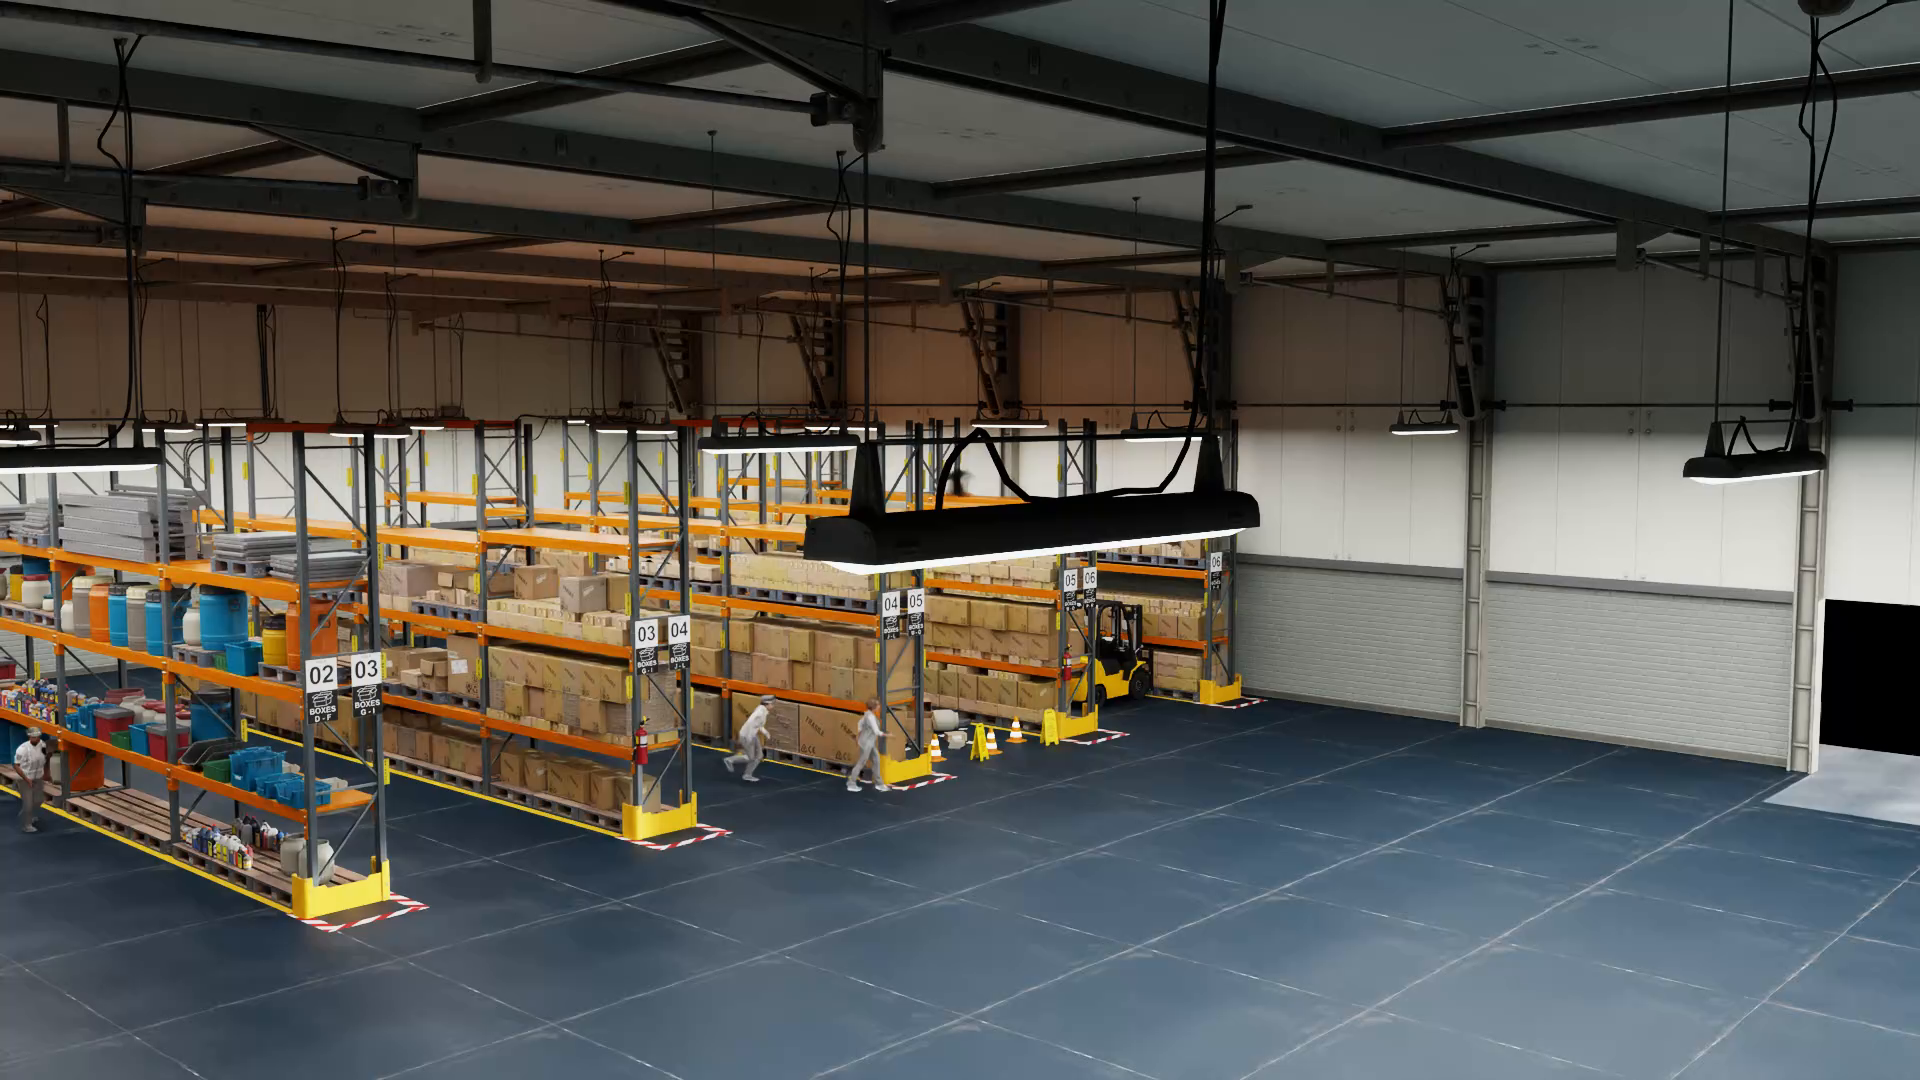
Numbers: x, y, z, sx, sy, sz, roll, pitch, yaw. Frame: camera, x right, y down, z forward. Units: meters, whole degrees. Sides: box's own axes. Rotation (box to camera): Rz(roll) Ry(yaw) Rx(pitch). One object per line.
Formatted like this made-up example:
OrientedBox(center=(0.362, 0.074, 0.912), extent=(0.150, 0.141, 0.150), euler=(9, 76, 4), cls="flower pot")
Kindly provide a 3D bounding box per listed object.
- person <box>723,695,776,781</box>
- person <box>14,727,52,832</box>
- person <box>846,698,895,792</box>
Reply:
OrientedBox(center=(-3.504, 3.329, 27.904), extent=(0.852, 1.476, 0.630), euler=(1, 5, 8), cls="person")
OrientedBox(center=(-13.802, 3.522, 24.645), extent=(0.761, 1.608, 0.580), euler=(2, 5, 24), cls="person")
OrientedBox(center=(-1.446, 3.335, 27.011), extent=(0.813, 1.592, 0.459), euler=(0, 5, 1), cls="person")
